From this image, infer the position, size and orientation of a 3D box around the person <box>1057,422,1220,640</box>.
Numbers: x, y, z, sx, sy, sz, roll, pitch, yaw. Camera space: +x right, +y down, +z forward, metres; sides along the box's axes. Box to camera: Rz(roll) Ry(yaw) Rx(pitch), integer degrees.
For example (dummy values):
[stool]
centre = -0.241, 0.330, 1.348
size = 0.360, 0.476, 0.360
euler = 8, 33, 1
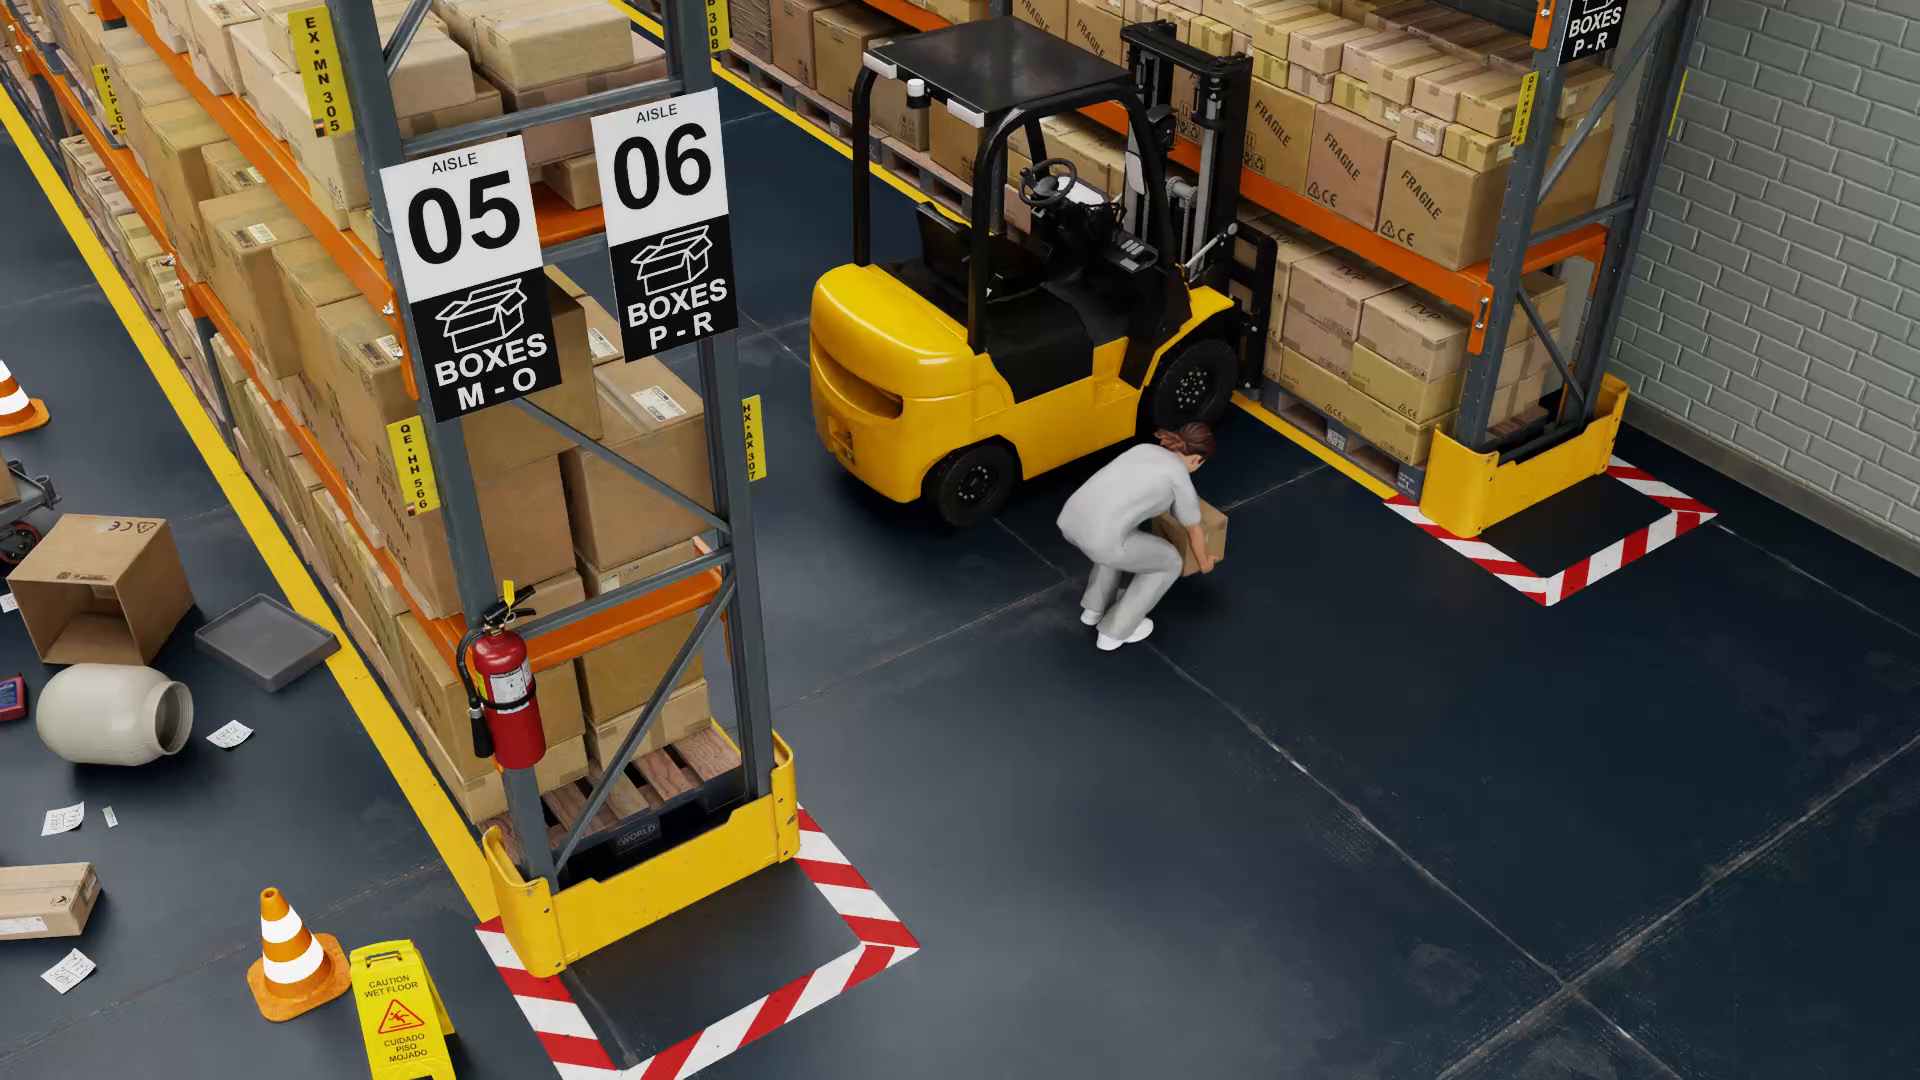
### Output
[person]
centre = 0.830, -0.046, 7.637
size = 0.856, 0.911, 0.463
euler = -25, 43, -29
